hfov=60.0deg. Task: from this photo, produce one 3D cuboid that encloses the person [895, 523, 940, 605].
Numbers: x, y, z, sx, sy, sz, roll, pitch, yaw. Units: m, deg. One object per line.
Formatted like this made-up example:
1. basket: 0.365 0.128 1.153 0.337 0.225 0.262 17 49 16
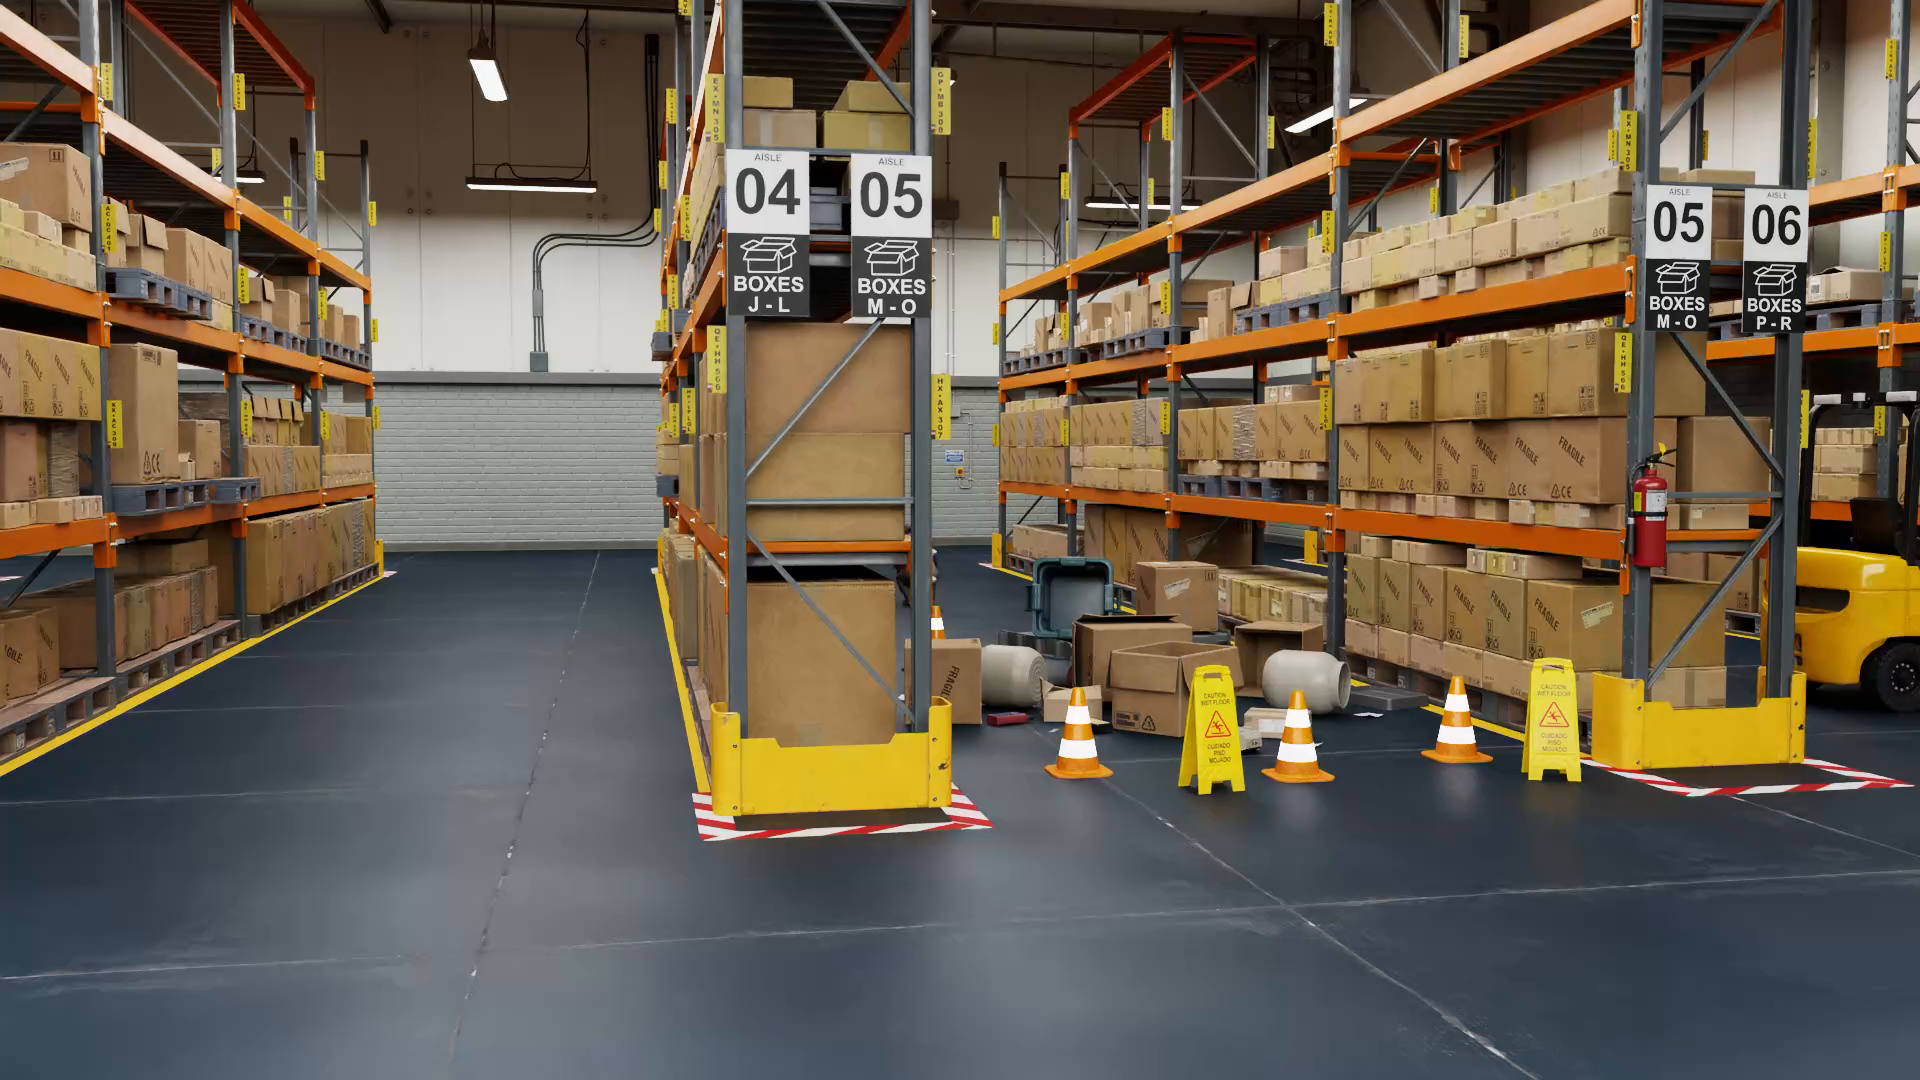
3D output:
1. person: -0.476 0.277 18.997 0.498 0.925 0.819 -1 3 -12
